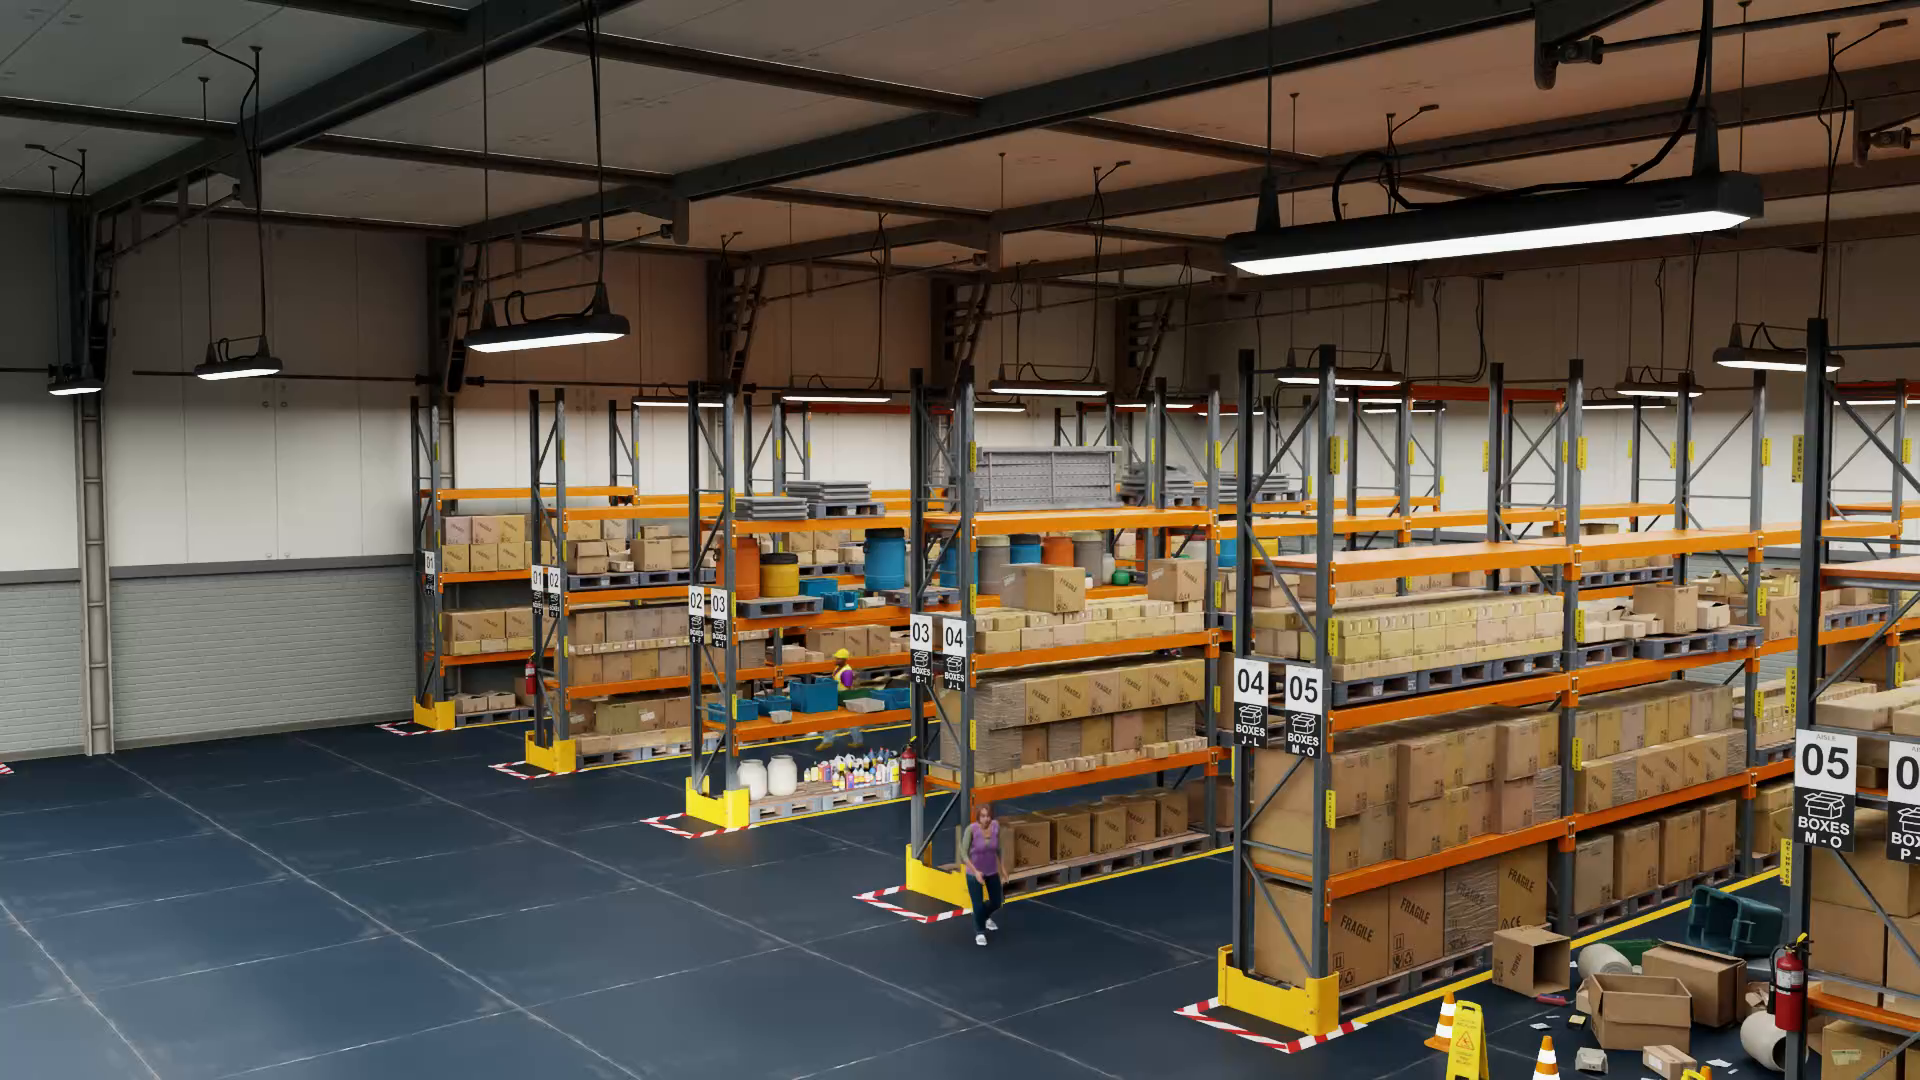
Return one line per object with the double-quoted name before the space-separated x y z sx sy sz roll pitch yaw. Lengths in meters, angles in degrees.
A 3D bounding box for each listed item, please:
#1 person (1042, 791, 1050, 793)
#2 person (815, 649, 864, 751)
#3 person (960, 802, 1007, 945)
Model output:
"person" 1.300 2.968 24.713 0.800 1.532 0.603 -3 4 -37
"person" -1.934 2.653 27.551 0.833 1.736 0.743 -2 4 -31
"person" 0.210 3.397 17.054 0.508 1.521 0.694 -1 4 -16
